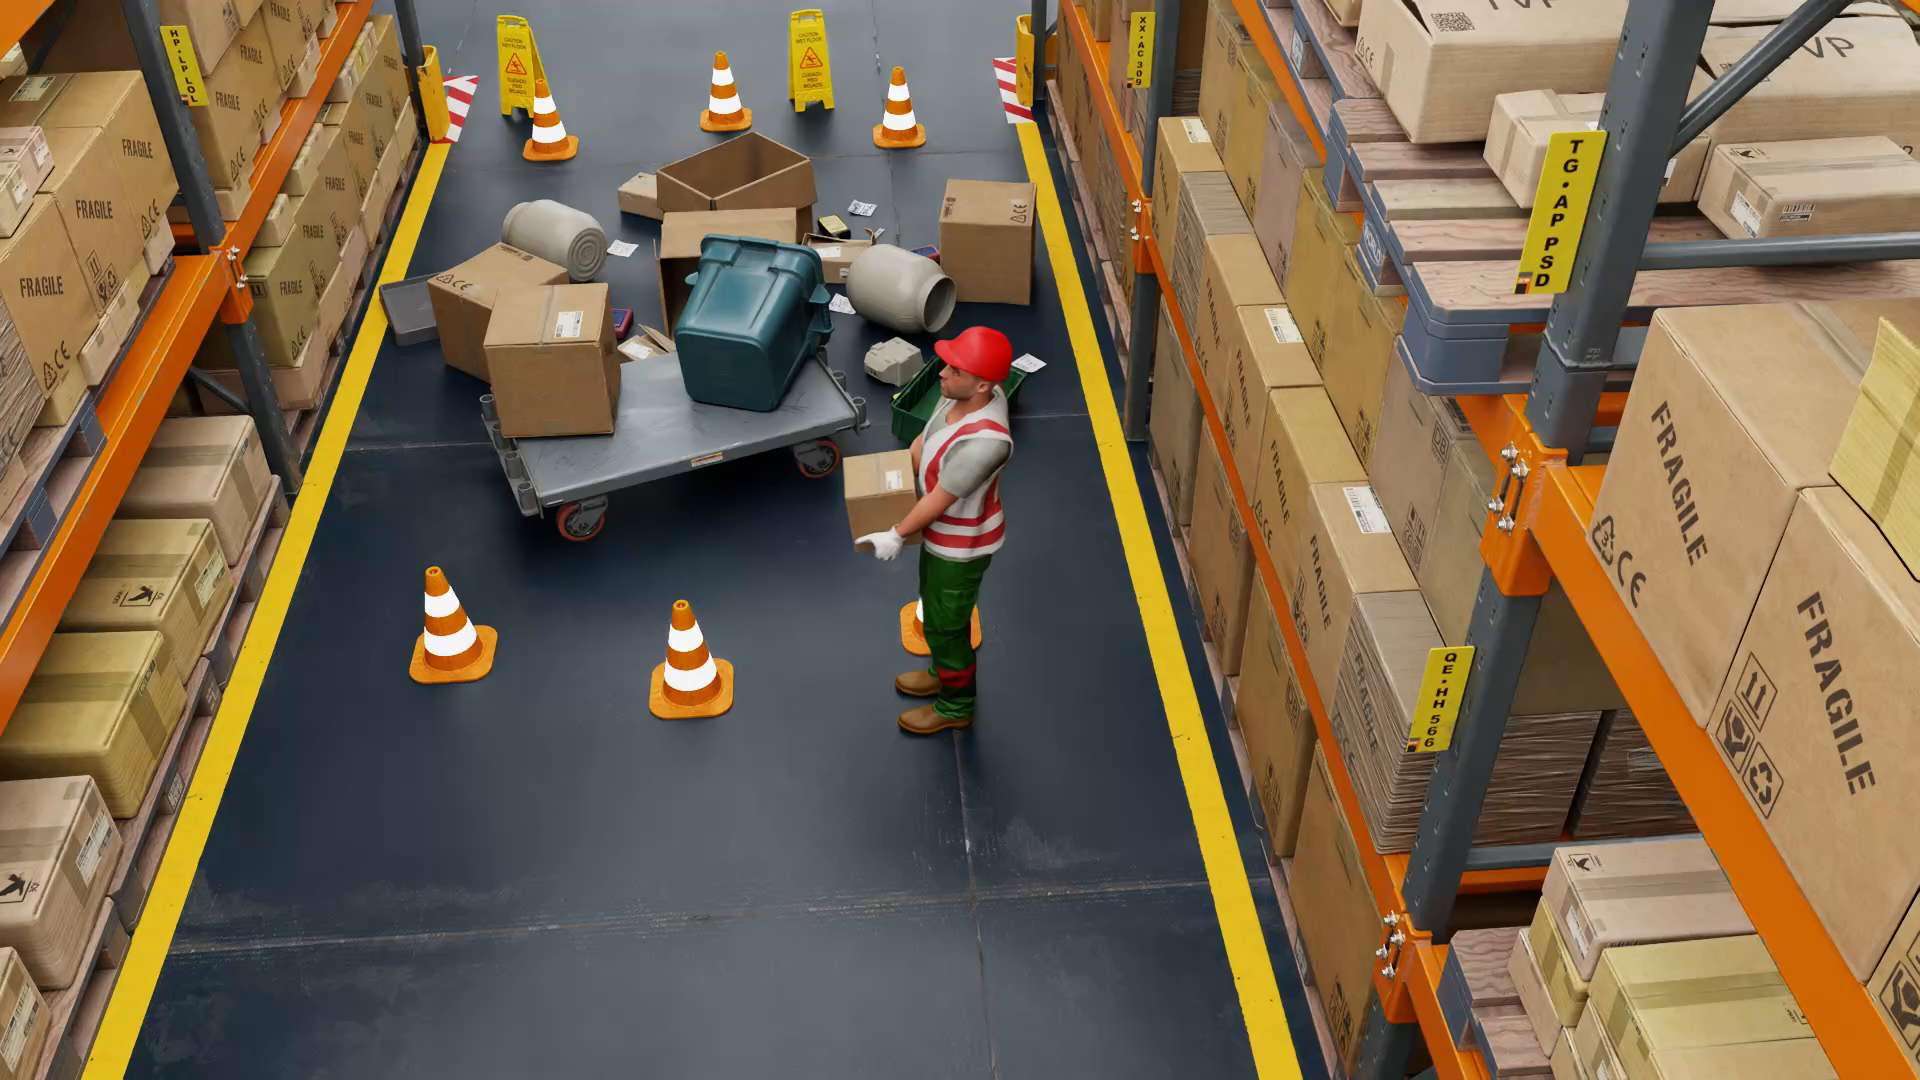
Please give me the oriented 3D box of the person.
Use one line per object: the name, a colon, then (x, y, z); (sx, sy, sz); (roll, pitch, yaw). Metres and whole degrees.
person: (-0.104, -0.012, 6.156); (0.573, 1.781, 0.494); (-3, 39, -4)
